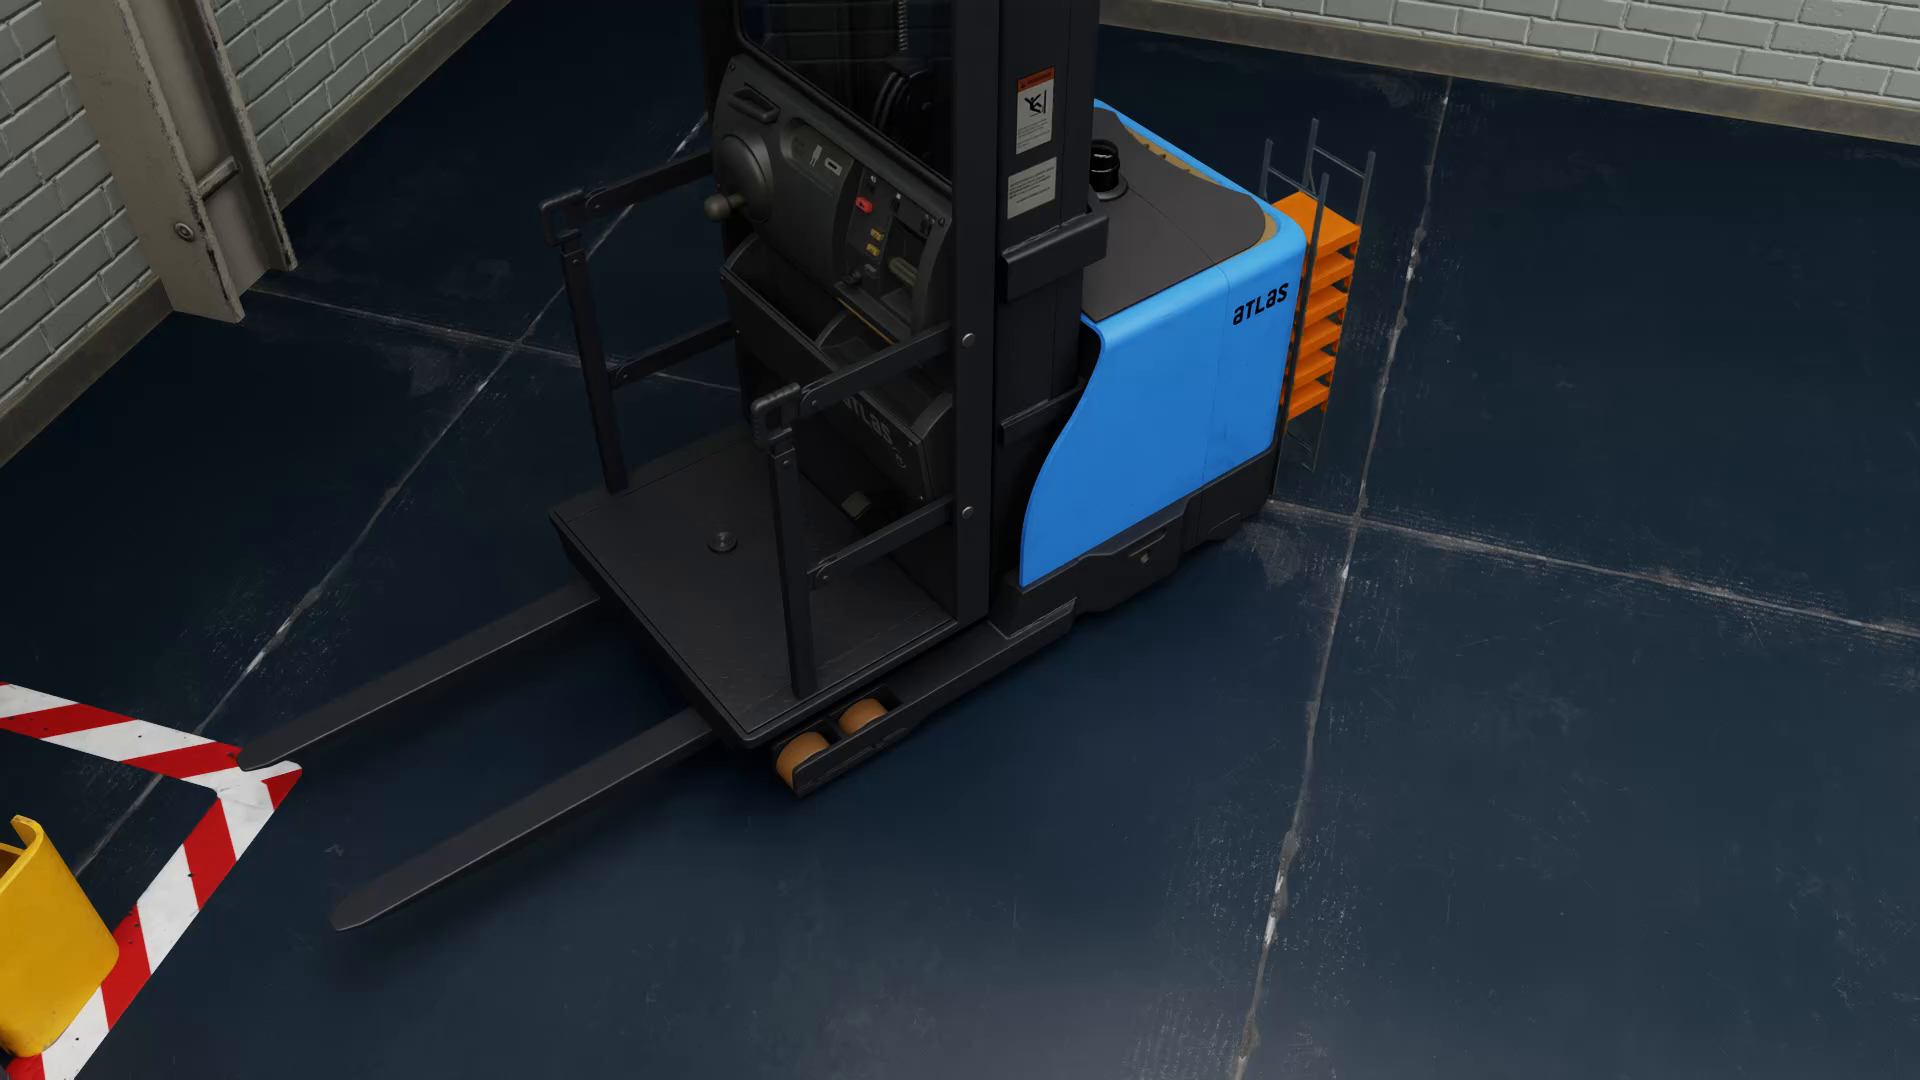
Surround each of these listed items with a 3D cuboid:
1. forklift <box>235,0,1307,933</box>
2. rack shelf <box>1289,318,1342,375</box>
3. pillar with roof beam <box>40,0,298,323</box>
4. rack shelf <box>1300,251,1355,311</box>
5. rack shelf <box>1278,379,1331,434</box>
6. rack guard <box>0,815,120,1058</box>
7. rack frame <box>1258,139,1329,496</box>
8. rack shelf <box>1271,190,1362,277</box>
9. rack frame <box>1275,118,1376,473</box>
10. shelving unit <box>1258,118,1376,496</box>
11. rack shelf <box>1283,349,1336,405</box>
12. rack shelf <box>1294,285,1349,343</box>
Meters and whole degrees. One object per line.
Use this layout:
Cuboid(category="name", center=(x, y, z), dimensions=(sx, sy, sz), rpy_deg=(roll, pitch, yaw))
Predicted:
Cuboid(category="forklift", center=(-0.495, -0.781, 3.952), dimensions=(3.031, 2.935, 1.130), rpy_deg=(-28, 51, -26))
Cuboid(category="rack shelf", center=(1.014, -0.645, 5.113), dimensions=(0.180, 0.103, 0.258), rpy_deg=(-28, 51, -25))
Cuboid(category="pillar with roof beam", center=(1.383, -3.258, 2.145), dimensions=(9.100, 9.000, 0.400), rpy_deg=(13, 46, 13))
Cuboid(category="rack shelf", center=(1.013, -0.815, 4.945), dimensions=(0.180, 0.103, 0.258), rpy_deg=(-28, 51, -25))
Cuboid(category="rack shelf", center=(1.016, -0.474, 5.282), dimensions=(0.180, 0.103, 0.258), rpy_deg=(-28, 51, -25))
Cuboid(category="rack guard", center=(-2.706, 0.835, 4.039), dimensions=(1.175, 0.500, 0.348), rpy_deg=(13, 46, 13))
Cuboid(category="rack frame", center=(0.941, -0.637, 5.043), dimensions=(0.006, 1.200, 0.240), rpy_deg=(-28, 51, -25))
Cuboid(category="rack shelf", center=(1.012, -0.901, 4.860), dimensions=(0.180, 0.103, 0.258), rpy_deg=(-28, 51, -25))
Cuboid(category="rack frame", center=(1.087, -0.715, 5.121), dimensions=(0.006, 1.200, 0.240), rpy_deg=(-28, 51, -25))
Cuboid(category="shelving unit", center=(1.014, -0.676, 5.082), dimensions=(0.189, 1.200, 0.258), rpy_deg=(-28, 51, -25))
Cuboid(category="rack shelf", center=(1.015, -0.559, 5.198), dimensions=(0.180, 0.103, 0.258), rpy_deg=(-28, 51, -25))
Cuboid(category="rack shelf", center=(1.014, -0.730, 5.029), dimensions=(0.180, 0.103, 0.258), rpy_deg=(-28, 51, -25))
